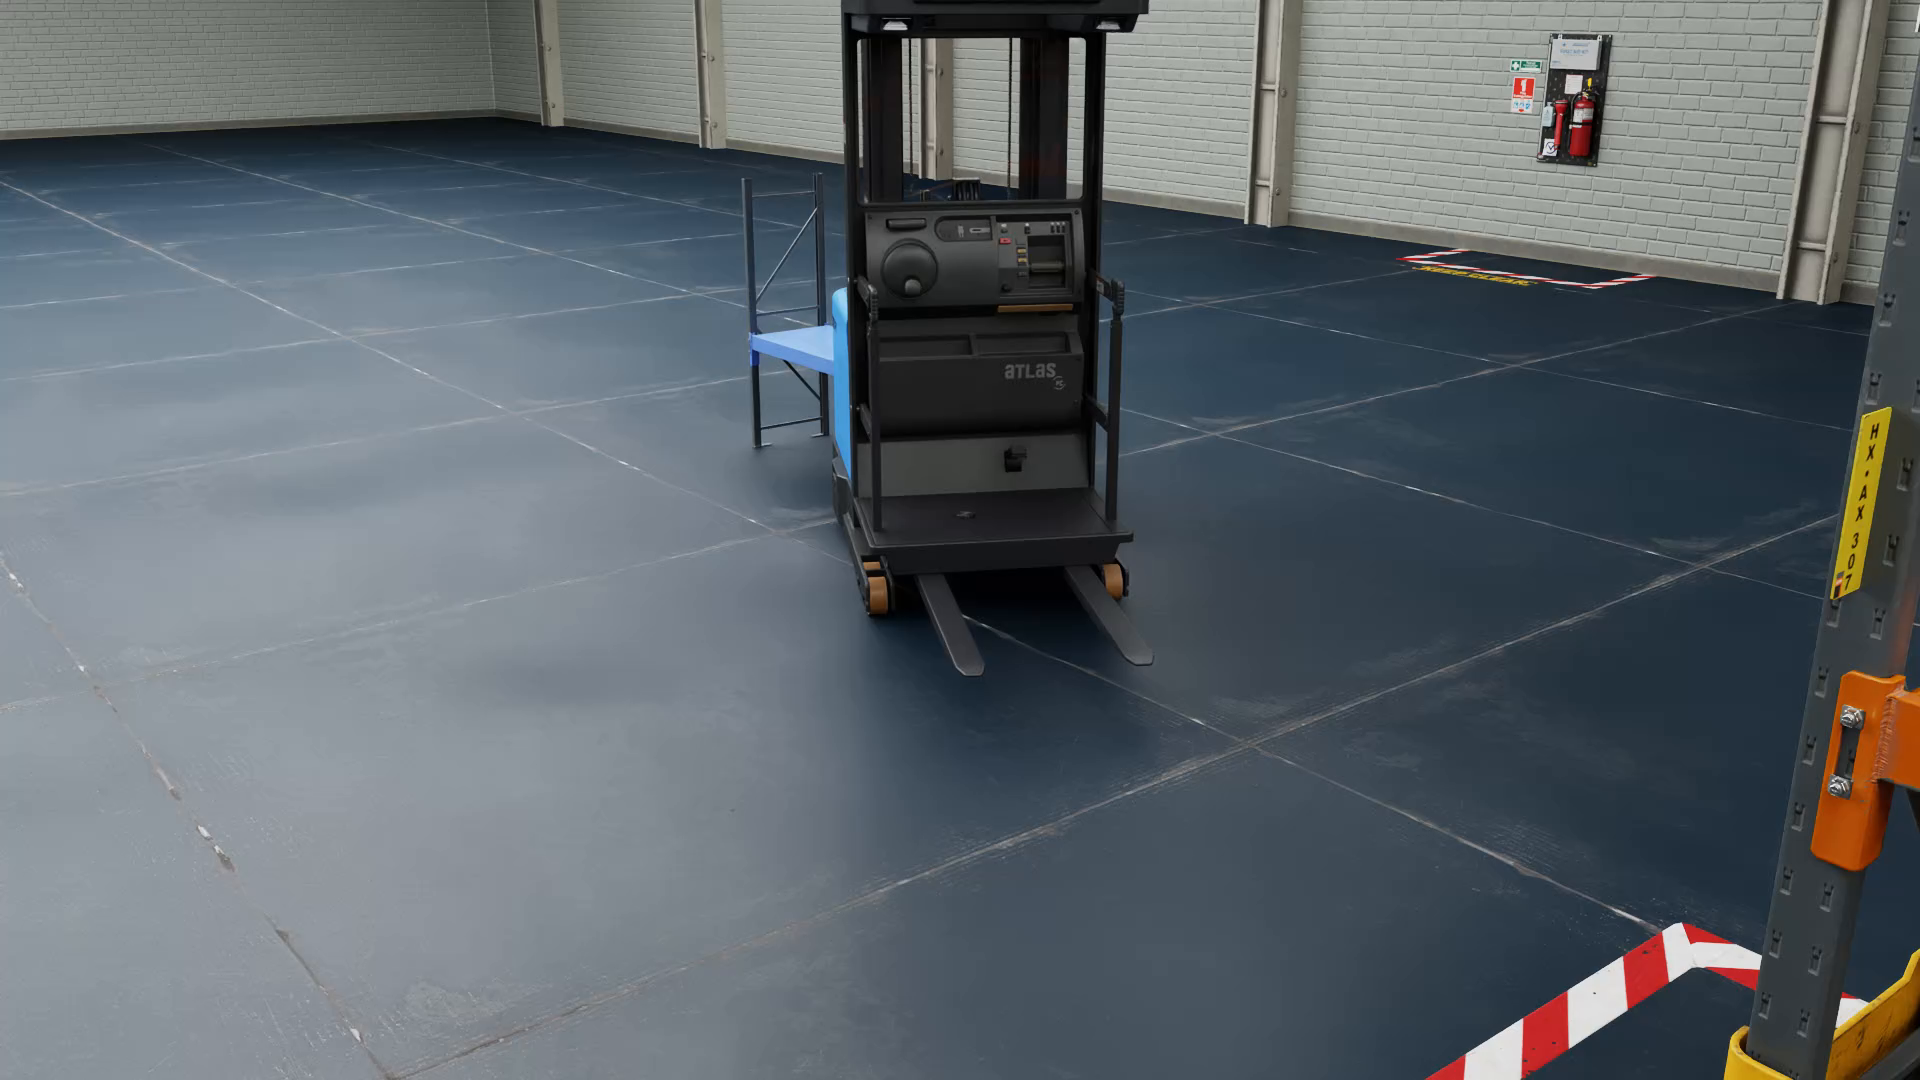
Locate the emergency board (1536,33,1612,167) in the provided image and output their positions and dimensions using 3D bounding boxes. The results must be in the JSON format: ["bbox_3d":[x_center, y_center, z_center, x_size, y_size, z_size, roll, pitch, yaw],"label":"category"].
[{"bbox_3d":[5.618,-4.060,15.353,0.194,1.169,0.643,-14,23,-36],"label":"emergency board"}]

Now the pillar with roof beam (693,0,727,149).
[{"bbox_3d":[-7.428,-9.887,23.406,9.100,9.000,0.400,-14,23,-36],"label":"pillar with roof beam"}]

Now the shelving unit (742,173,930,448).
[{"bbox_3d":[-0.666,-1.156,8.968,0.538,1.500,1.048,-13,23,-35],"label":"shelving unit"}]

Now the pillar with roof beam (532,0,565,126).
[{"bbox_3d":[-11.153,-11.366,27.871,9.100,9.000,0.400,-14,23,-36],"label":"pillar with roof beam"}]

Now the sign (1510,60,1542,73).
[{"bbox_3d":[5.352,-4.483,15.728,0.001,0.109,0.331,-14,23,-36],"label":"sign"}]

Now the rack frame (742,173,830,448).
[{"bbox_3d":[-0.972,-1.284,9.354,0.500,1.500,0.032,-13,23,-35],"label":"rack frame"}]

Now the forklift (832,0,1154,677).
[{"bbox_3d":[0.102,-1.197,6.816,1.130,2.935,3.031,-3,19,-9],"label":"forklift"}]

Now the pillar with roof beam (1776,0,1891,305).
[{"bbox_3d":[3.748,-5.452,10.011,9.100,9.000,0.400,-14,23,-36],"label":"pillar with roof beam"}]

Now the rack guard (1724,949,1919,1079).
[{"bbox_3d":[2.053,1.160,3.563,1.175,0.500,0.348,-14,23,-36],"label":"rack guard"}]

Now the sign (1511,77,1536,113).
[{"bbox_3d":[5.356,-4.234,15.820,0.001,0.329,0.234,-14,23,-36],"label":"sign"}]

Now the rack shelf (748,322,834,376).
[{"bbox_3d":[-0.666,-0.985,9.025,0.538,0.185,1.000,-13,23,-35],"label":"rack shelf"}]

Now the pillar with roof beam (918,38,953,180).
[{"bbox_3d":[-3.703,-8.409,18.941,9.100,9.000,0.400,-14,23,-36],"label":"pillar with roof beam"}]

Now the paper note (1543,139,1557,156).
[{"bbox_3d":[5.562,-3.699,15.664,0.016,0.148,0.142,-14,23,-36],"label":"paper note"}]

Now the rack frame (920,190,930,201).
[{"bbox_3d":[-0.360,-1.029,8.583,0.500,1.500,0.032,-13,23,-35],"label":"rack frame"}]

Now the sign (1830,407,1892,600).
[{"bbox_3d":[1.535,-0.061,2.834,0.100,0.325,0.005,-14,23,-36],"label":"sign"}]

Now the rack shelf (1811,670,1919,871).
[{"bbox_3d":[3.211,0.799,1.823,1.077,0.370,4.000,-14,23,-36],"label":"rack shelf"}]

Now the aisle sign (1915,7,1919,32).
[{"bbox_3d":[1.695,-1.230,2.671,0.394,0.787,0.004,-14,23,-36],"label":"aisle sign"}]

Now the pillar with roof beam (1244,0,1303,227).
[{"bbox_3d":[0.023,-6.930,14.476,9.100,9.000,0.400,-14,23,-36],"label":"pillar with roof beam"}]
